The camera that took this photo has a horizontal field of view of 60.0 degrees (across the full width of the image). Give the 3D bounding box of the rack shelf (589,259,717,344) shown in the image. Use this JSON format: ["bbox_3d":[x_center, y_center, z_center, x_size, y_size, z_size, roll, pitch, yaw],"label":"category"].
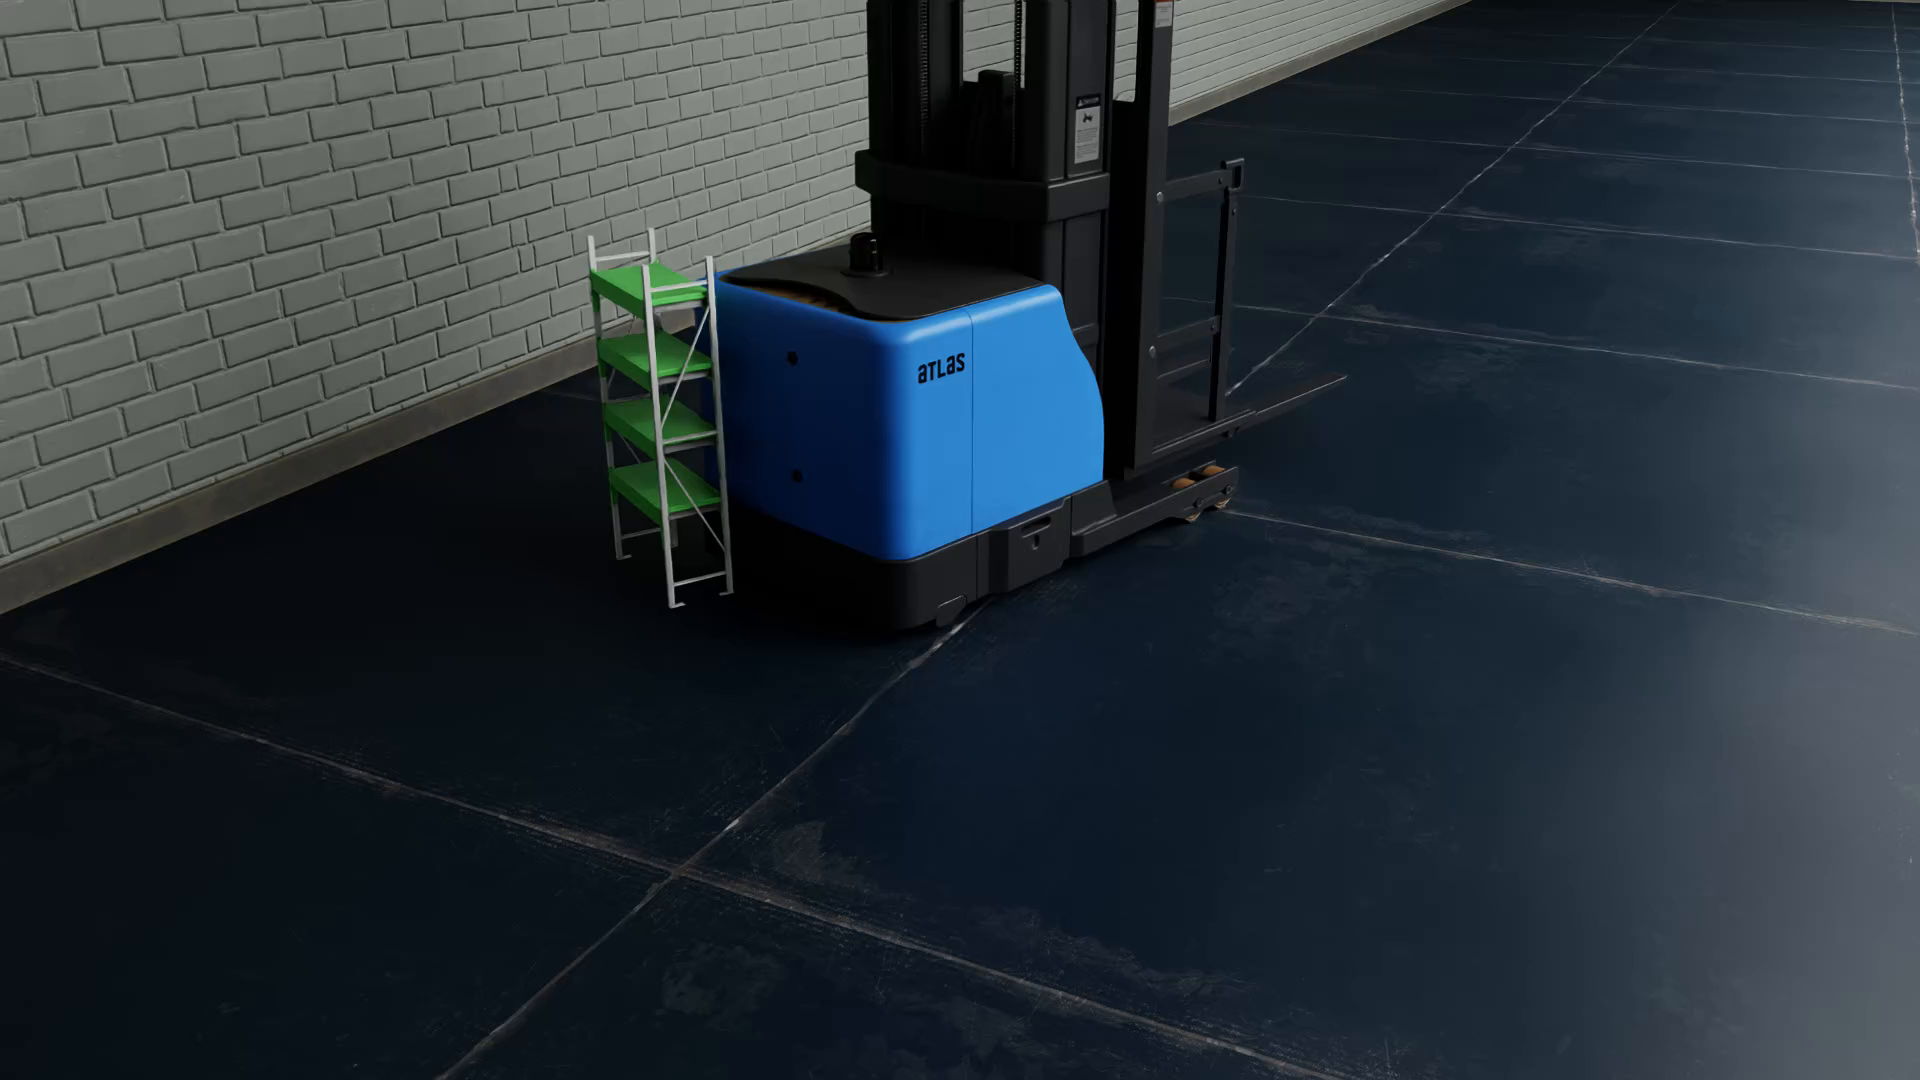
[{"bbox_3d":[-1.034,-0.805,5.579,0.258,0.148,0.480,-14,27,-29],"label":"rack shelf"}]

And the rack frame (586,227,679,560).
[{"bbox_3d":[-1.161,-0.504,5.934,0.240,1.200,0.015,-14,27,-29],"label":"rack frame"}]

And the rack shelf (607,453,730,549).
[{"bbox_3d":[-1.031,-0.144,5.863,0.258,0.148,0.480,-14,27,-29],"label":"rack shelf"}]

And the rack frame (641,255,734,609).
[{"bbox_3d":[-0.903,-0.342,5.553,0.240,1.200,0.015,-14,27,-29],"label":"rack frame"}]

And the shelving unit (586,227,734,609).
[{"bbox_3d":[-1.032,-0.423,5.743,0.258,1.200,0.503,-14,27,-29],"label":"shelving unit"}]

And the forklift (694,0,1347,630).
[{"bbox_3d":[0.455,-1.543,6.167,1.130,2.935,3.031,20,30,39],"label":"forklift"}]

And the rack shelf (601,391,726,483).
[{"bbox_3d":[-1.032,-0.364,5.768,0.258,0.148,0.480,-14,27,-29],"label":"rack shelf"}]

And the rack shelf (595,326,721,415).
[{"bbox_3d":[-1.033,-0.585,5.674,0.258,0.148,0.480,-14,27,-29],"label":"rack shelf"}]
